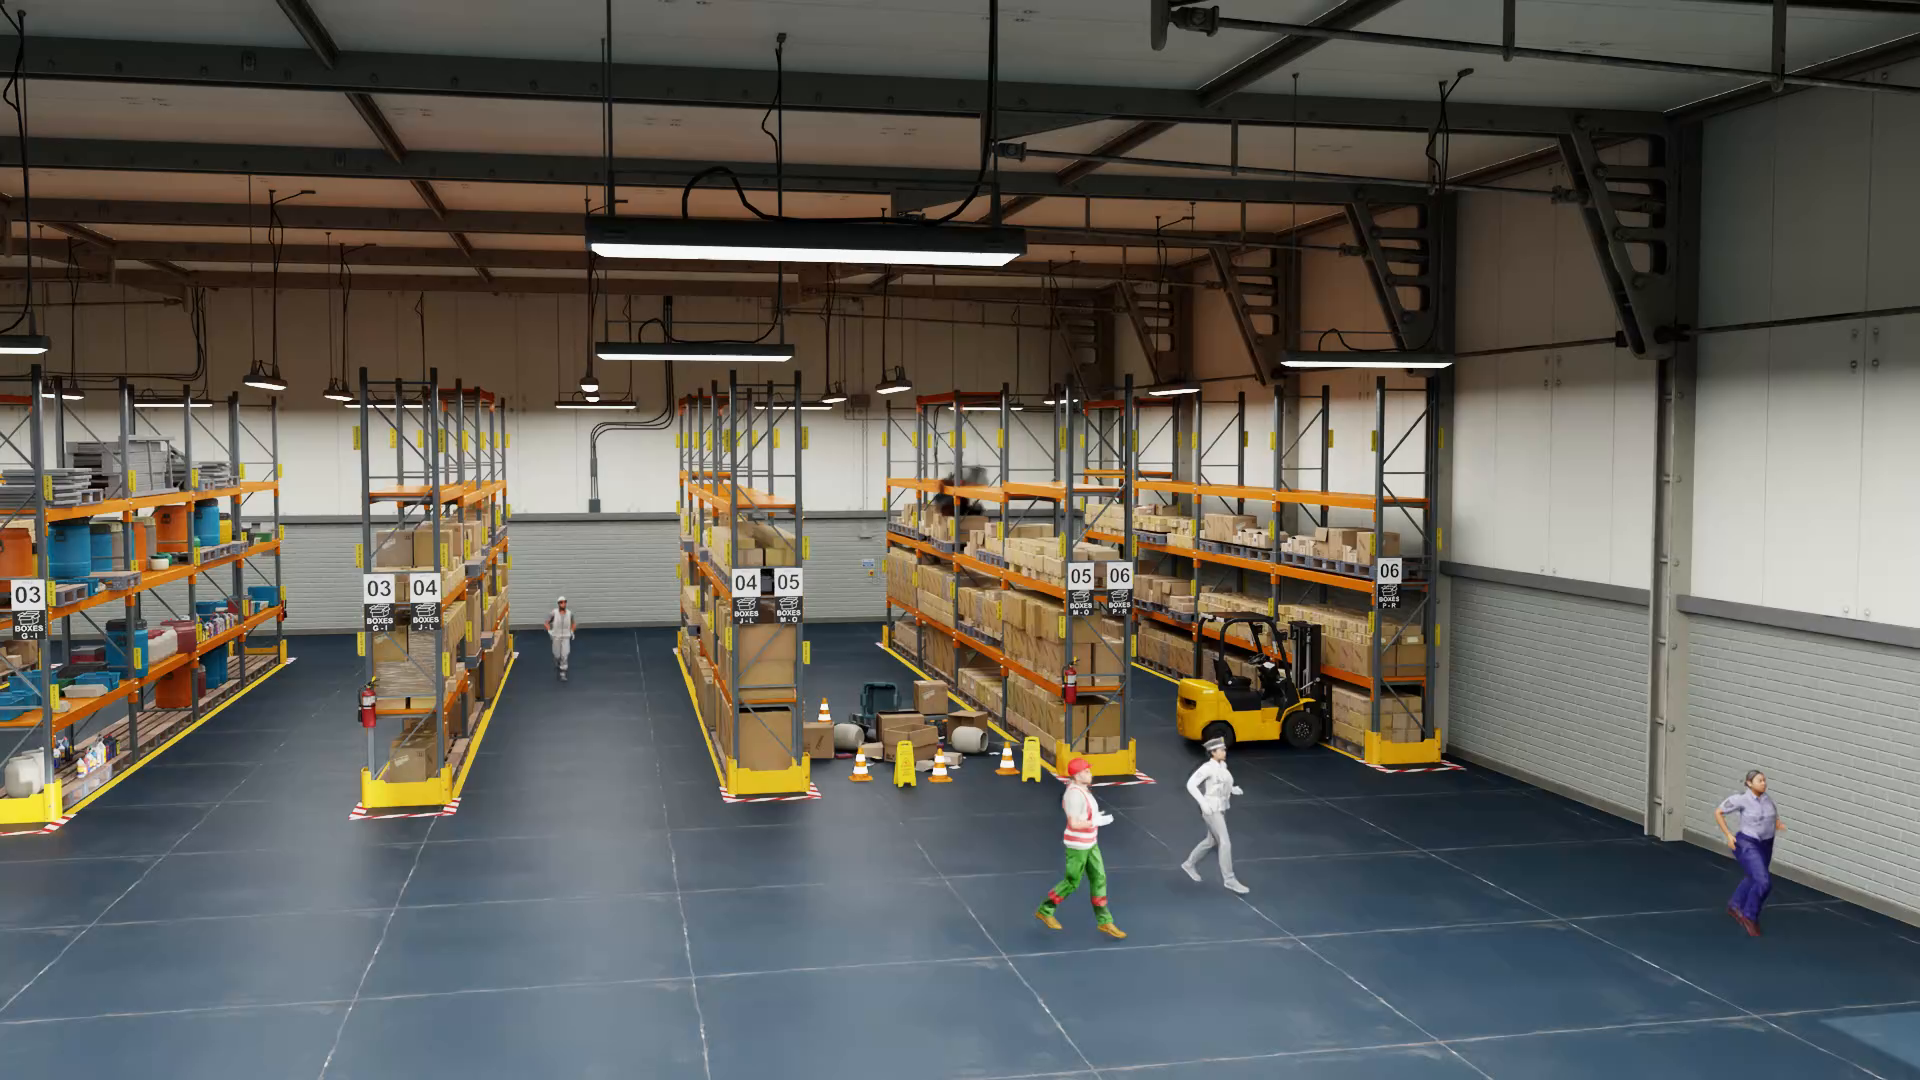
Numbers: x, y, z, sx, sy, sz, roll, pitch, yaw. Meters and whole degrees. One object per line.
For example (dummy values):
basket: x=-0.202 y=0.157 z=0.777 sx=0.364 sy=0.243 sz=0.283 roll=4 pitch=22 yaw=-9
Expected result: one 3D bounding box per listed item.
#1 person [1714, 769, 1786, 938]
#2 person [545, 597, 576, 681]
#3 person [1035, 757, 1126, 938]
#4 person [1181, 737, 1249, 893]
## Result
person: x=8.082 y=3.183 z=16.931 sx=0.576 sy=1.698 sz=0.719 roll=-2 pitch=4 yaw=-26
person: x=-8.361 y=2.060 z=34.858 sx=0.651 sy=1.759 sz=0.636 roll=-1 pitch=4 yaw=-21
person: x=1.206 y=3.085 z=16.716 sx=0.920 sy=1.809 sz=0.648 roll=1 pitch=4 yaw=21
person: x=2.848 y=3.027 z=18.531 sx=0.846 sy=1.695 sz=0.614 roll=2 pitch=4 yaw=31
